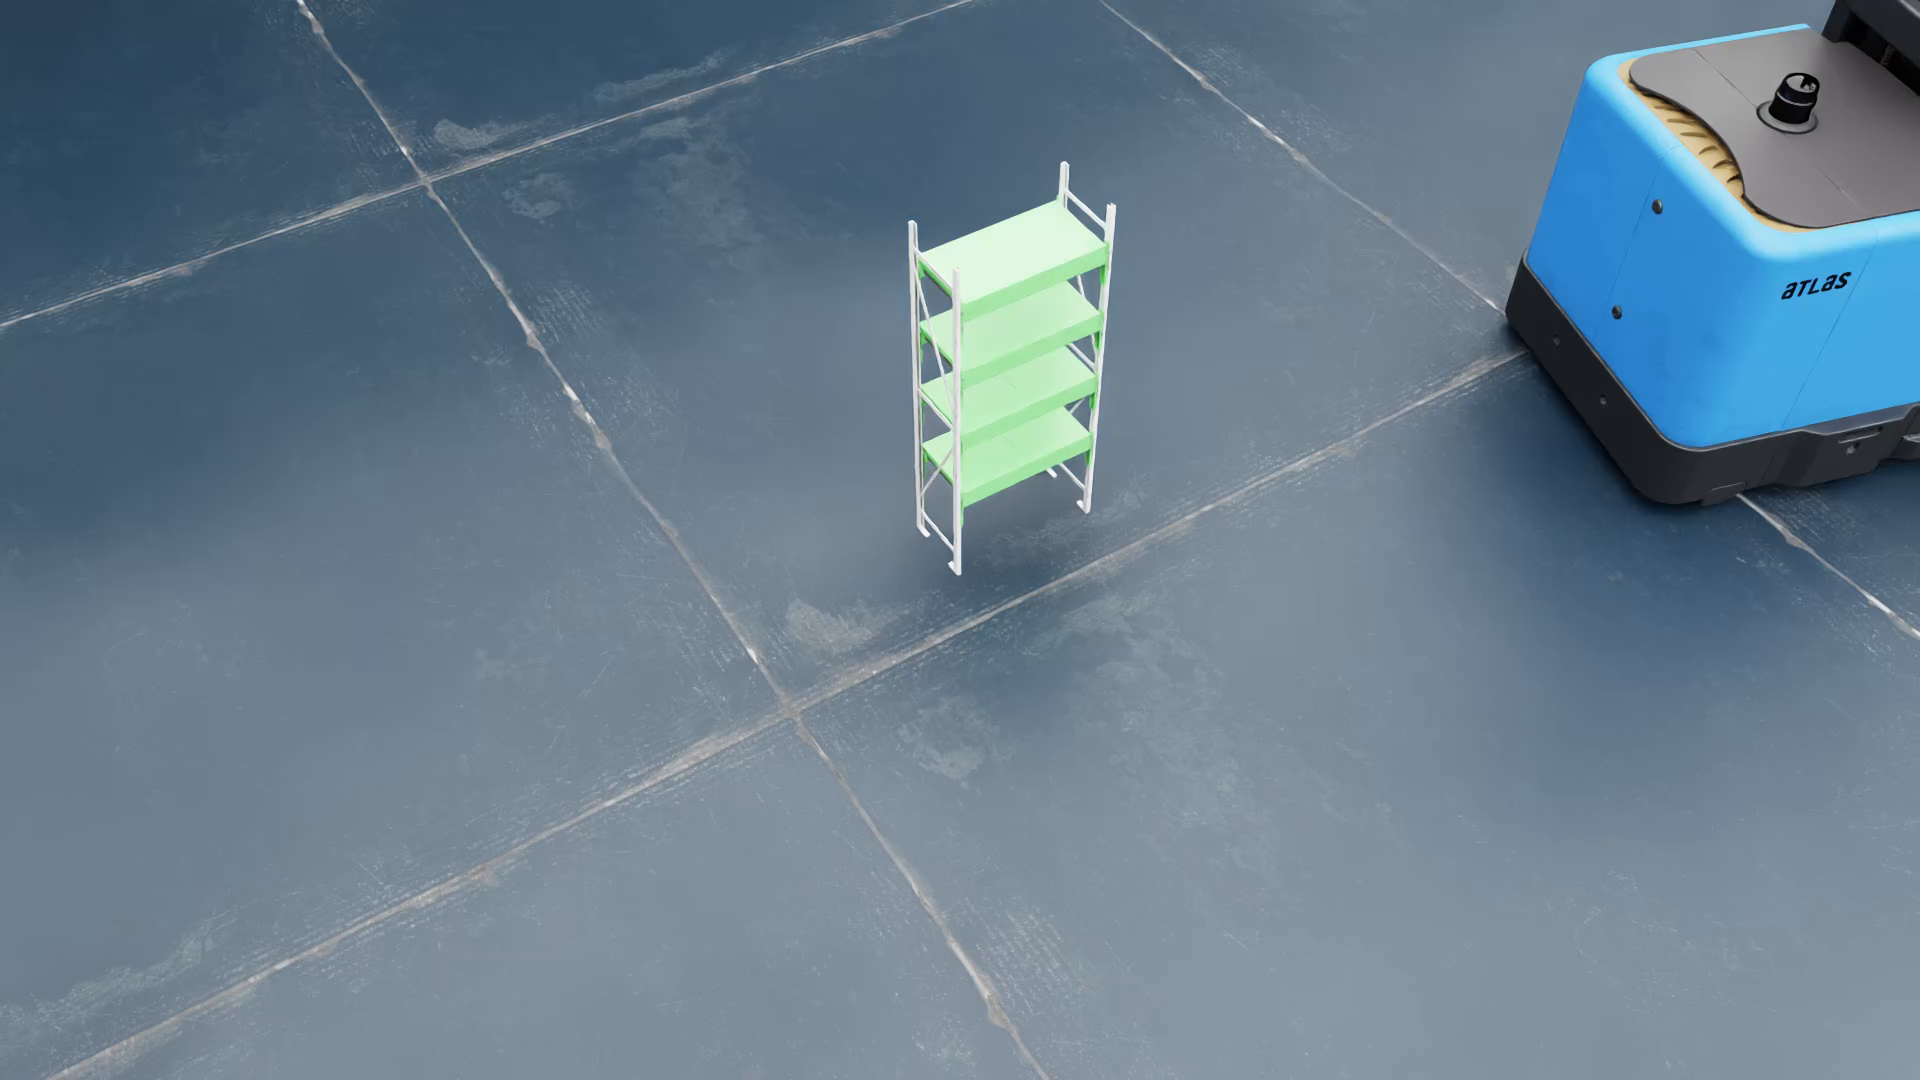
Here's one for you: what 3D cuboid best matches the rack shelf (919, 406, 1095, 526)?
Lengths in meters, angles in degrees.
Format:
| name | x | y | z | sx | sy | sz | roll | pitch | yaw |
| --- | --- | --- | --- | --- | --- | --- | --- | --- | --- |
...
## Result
| name | x | y | z | sx | sy | sz | roll | pitch | yaw |
| --- | --- | --- | --- | --- | --- | --- | --- | --- | --- |
| rack shelf | 0.140 | -0.263 | 5.088 | 0.480 | 0.148 | 0.258 | -25 | 53 | -21 |

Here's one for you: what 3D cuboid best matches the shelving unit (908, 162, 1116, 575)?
| name | x | y | z | sx | sy | sz | roll | pitch | yaw |
| --- | --- | --- | --- | --- | --- | --- | --- | --- | --- |
| shelving unit | 0.140 | -0.465 | 4.861 | 0.503 | 1.200 | 0.258 | -25 | 53 | -21 |

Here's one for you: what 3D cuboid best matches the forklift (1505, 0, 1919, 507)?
| name | x | y | z | sx | sy | sz | roll | pitch | yaw |
| --- | --- | --- | --- | --- | --- | --- | --- | --- | --- |
| forklift | 3.498 | -1.700 | 4.801 | 3.031 | 2.935 | 1.130 | -12 | 49 | -10 |

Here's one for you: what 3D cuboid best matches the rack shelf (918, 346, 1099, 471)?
| name | x | y | z | sx | sy | sz | roll | pitch | yaw |
| --- | --- | --- | --- | --- | --- | --- | --- | --- | --- |
| rack shelf | 0.140 | -0.422 | 4.908 | 0.480 | 0.148 | 0.258 | -25 | 53 | -21 |

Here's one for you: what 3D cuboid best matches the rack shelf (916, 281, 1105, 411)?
| name | x | y | z | sx | sy | sz | roll | pitch | yaw |
| --- | --- | --- | --- | --- | --- | --- | --- | --- | --- |
| rack shelf | 0.140 | -0.582 | 4.729 | 0.480 | 0.148 | 0.258 | -25 | 53 | -21 |

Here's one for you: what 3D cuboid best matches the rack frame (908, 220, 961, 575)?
| name | x | y | z | sx | sy | sz | roll | pitch | yaw |
| --- | --- | --- | --- | --- | --- | --- | --- | --- | --- |
| rack frame | -0.066 | -0.368 | 4.774 | 0.015 | 1.200 | 0.240 | -25 | 53 | -21 |

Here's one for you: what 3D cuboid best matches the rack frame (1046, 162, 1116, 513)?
| name | x | y | z | sx | sy | sz | roll | pitch | yaw |
| --- | --- | --- | --- | --- | --- | --- | --- | --- | --- |
| rack frame | 0.346 | -0.562 | 4.947 | 0.015 | 1.200 | 0.240 | -25 | 53 | -21 |

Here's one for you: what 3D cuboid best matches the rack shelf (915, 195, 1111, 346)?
| name | x | y | z | sx | sy | sz | roll | pitch | yaw |
| --- | --- | --- | --- | --- | --- | --- | --- | --- | --- |
| rack shelf | 0.140 | -0.742 | 4.550 | 0.480 | 0.148 | 0.258 | -25 | 53 | -21 |
